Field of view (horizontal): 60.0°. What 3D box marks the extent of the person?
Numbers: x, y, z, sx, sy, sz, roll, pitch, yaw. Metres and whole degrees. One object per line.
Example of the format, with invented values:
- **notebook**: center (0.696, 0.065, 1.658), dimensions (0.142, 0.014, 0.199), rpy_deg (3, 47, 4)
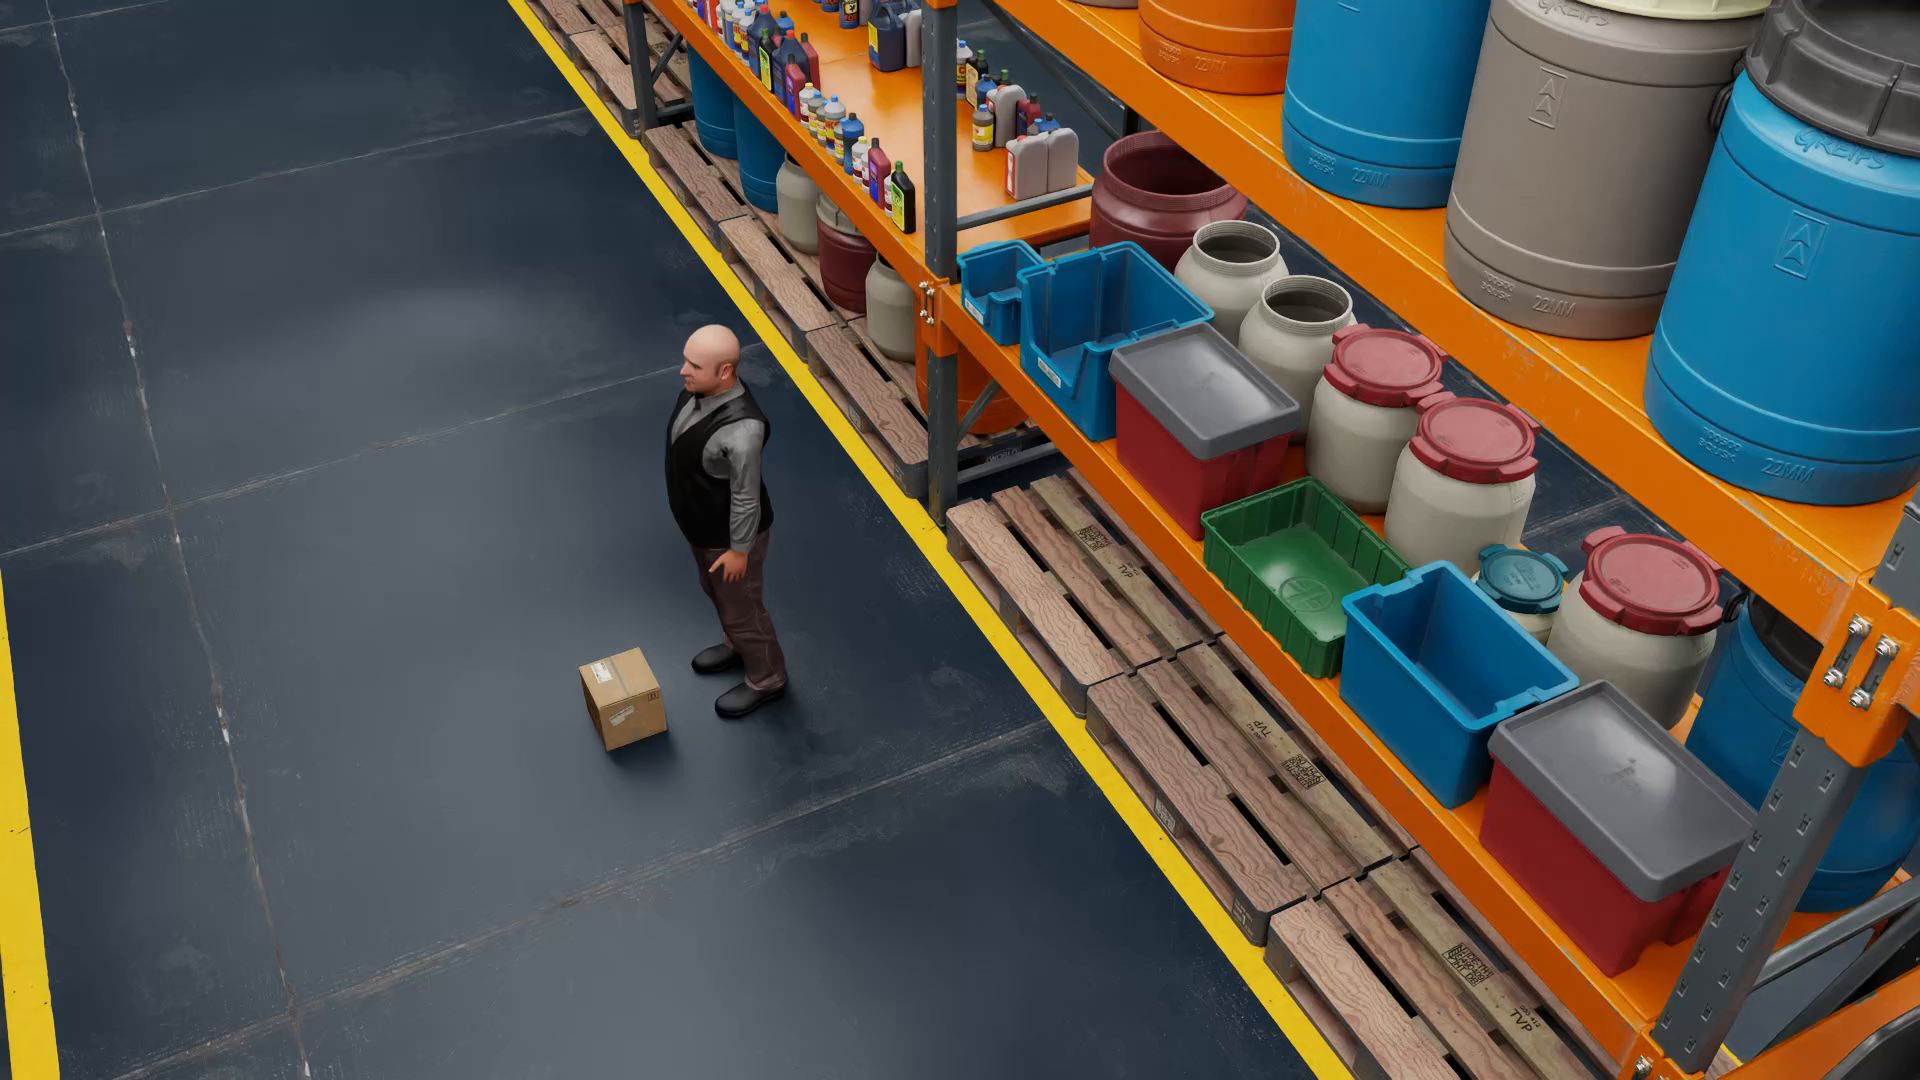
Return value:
- **person**: center (-0.891, -0.063, 6.251), dimensions (0.359, 1.718, 0.529), rpy_deg (-18, 44, -20)
